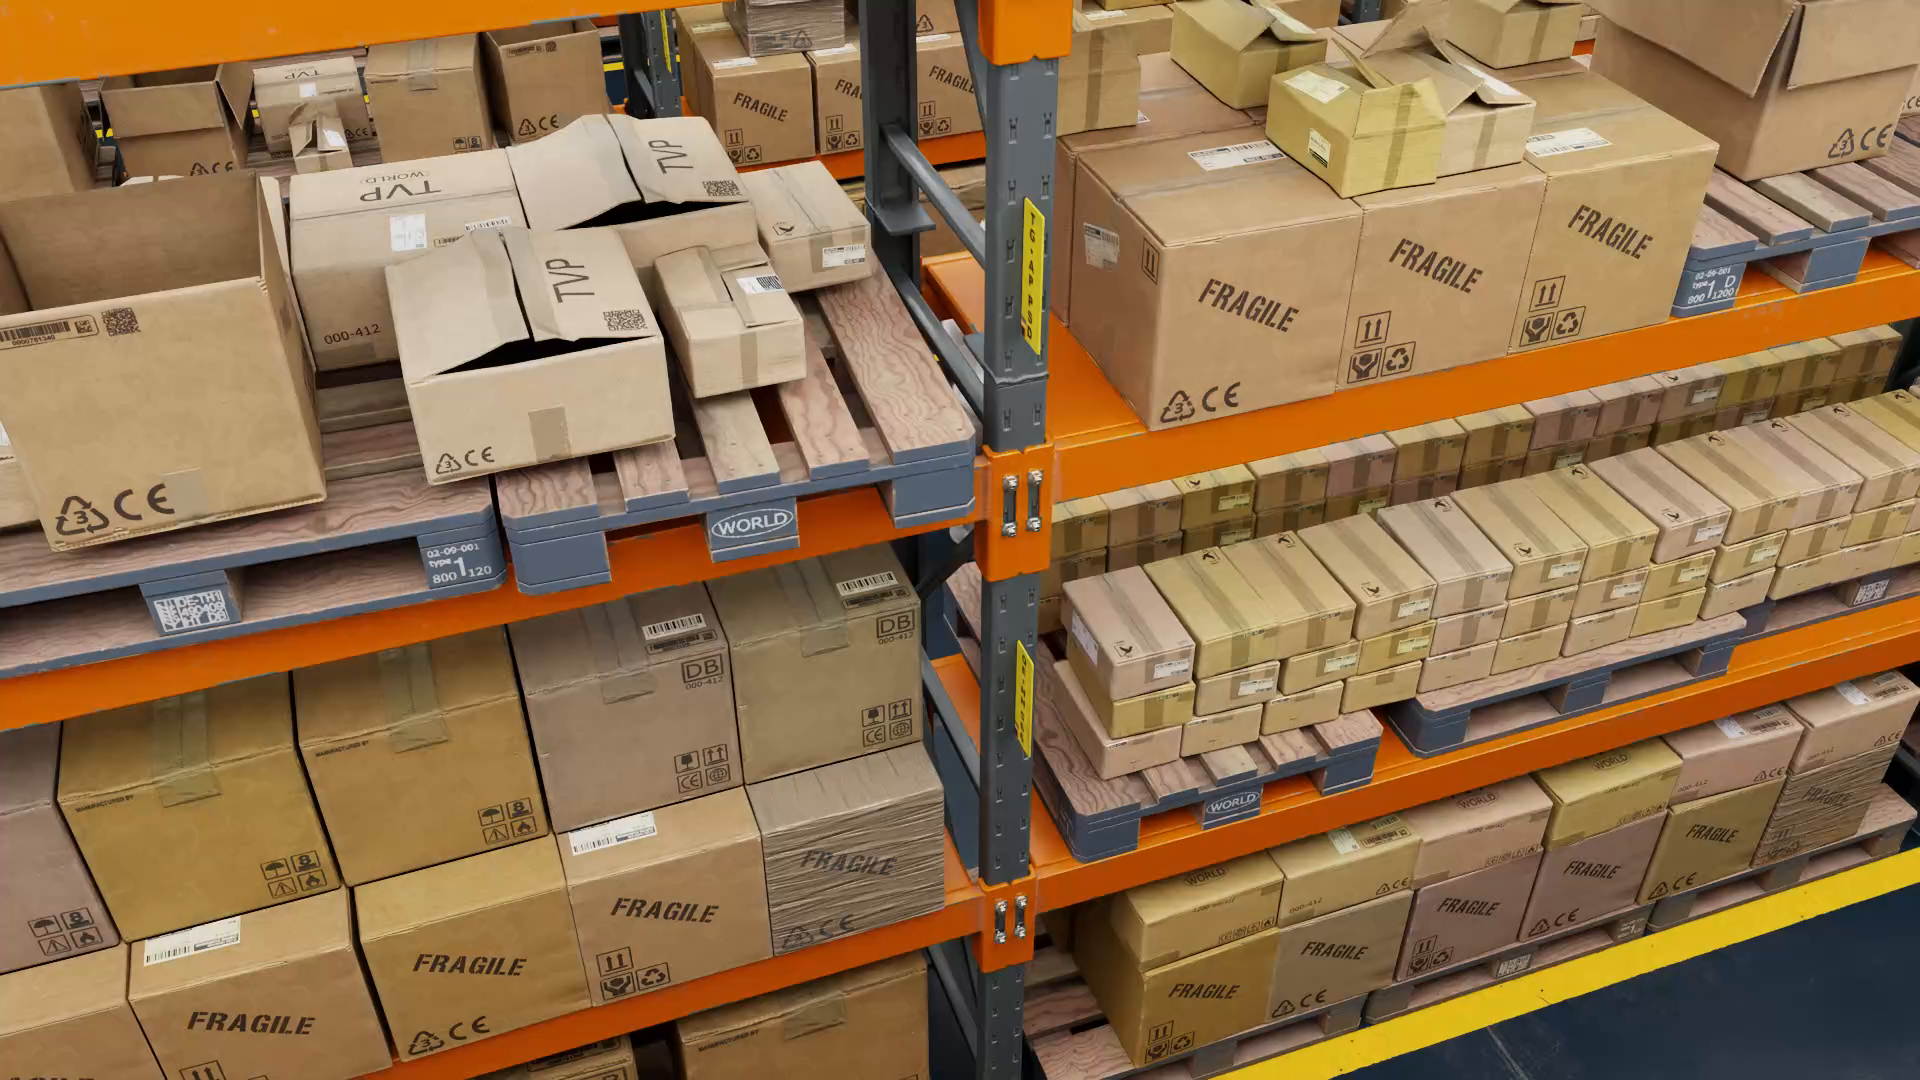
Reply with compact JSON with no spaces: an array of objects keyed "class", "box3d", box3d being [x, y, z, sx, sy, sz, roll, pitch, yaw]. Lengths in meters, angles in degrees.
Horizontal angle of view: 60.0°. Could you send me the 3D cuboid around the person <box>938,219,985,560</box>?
[{"class":"person","box3d":[0.151,-0.713,7.693,0.562,1.768,0.509,-13,39,-16]}]
